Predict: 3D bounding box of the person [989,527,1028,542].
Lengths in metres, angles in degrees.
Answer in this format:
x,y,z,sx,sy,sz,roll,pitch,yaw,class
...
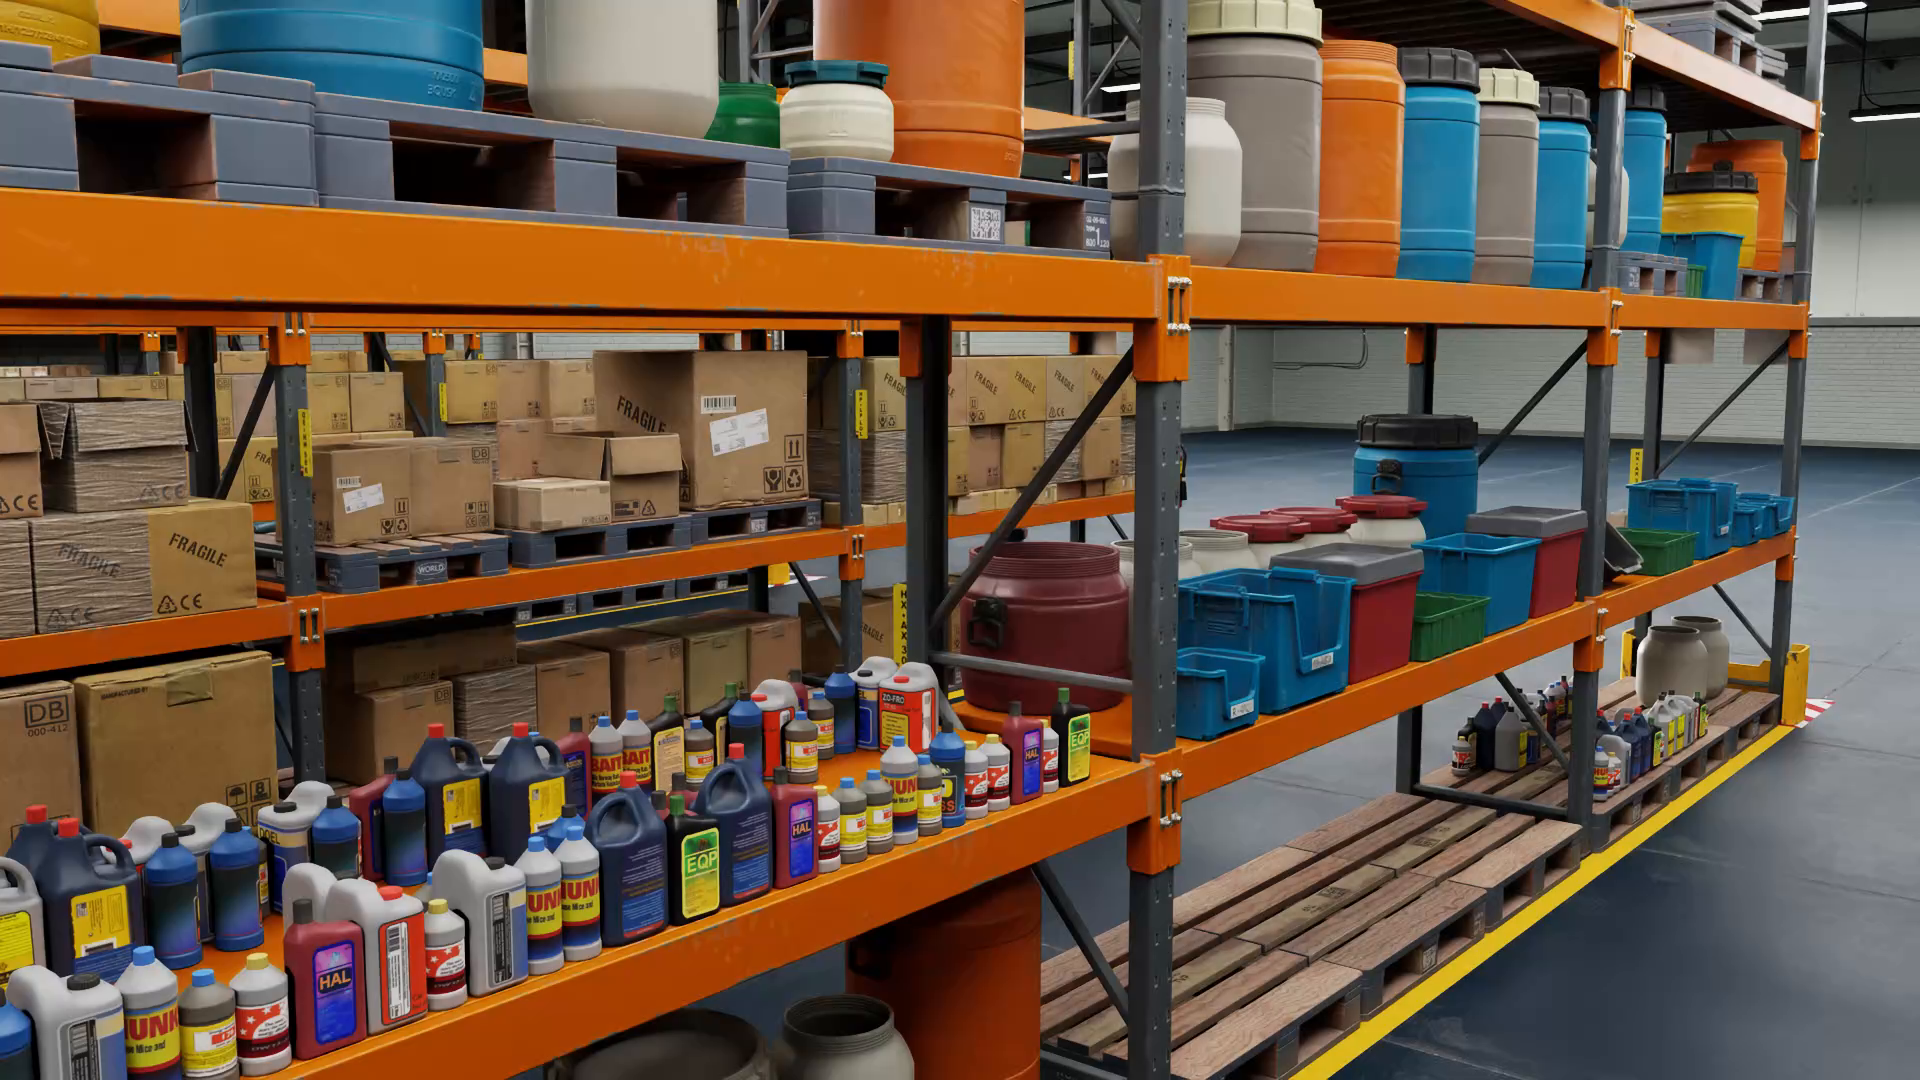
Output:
x,y,z,sx,sy,sz,roll,pitch,yaw,class
0.487,-0.163,16.055,0.447,1.598,0.457,5,8,34,person
